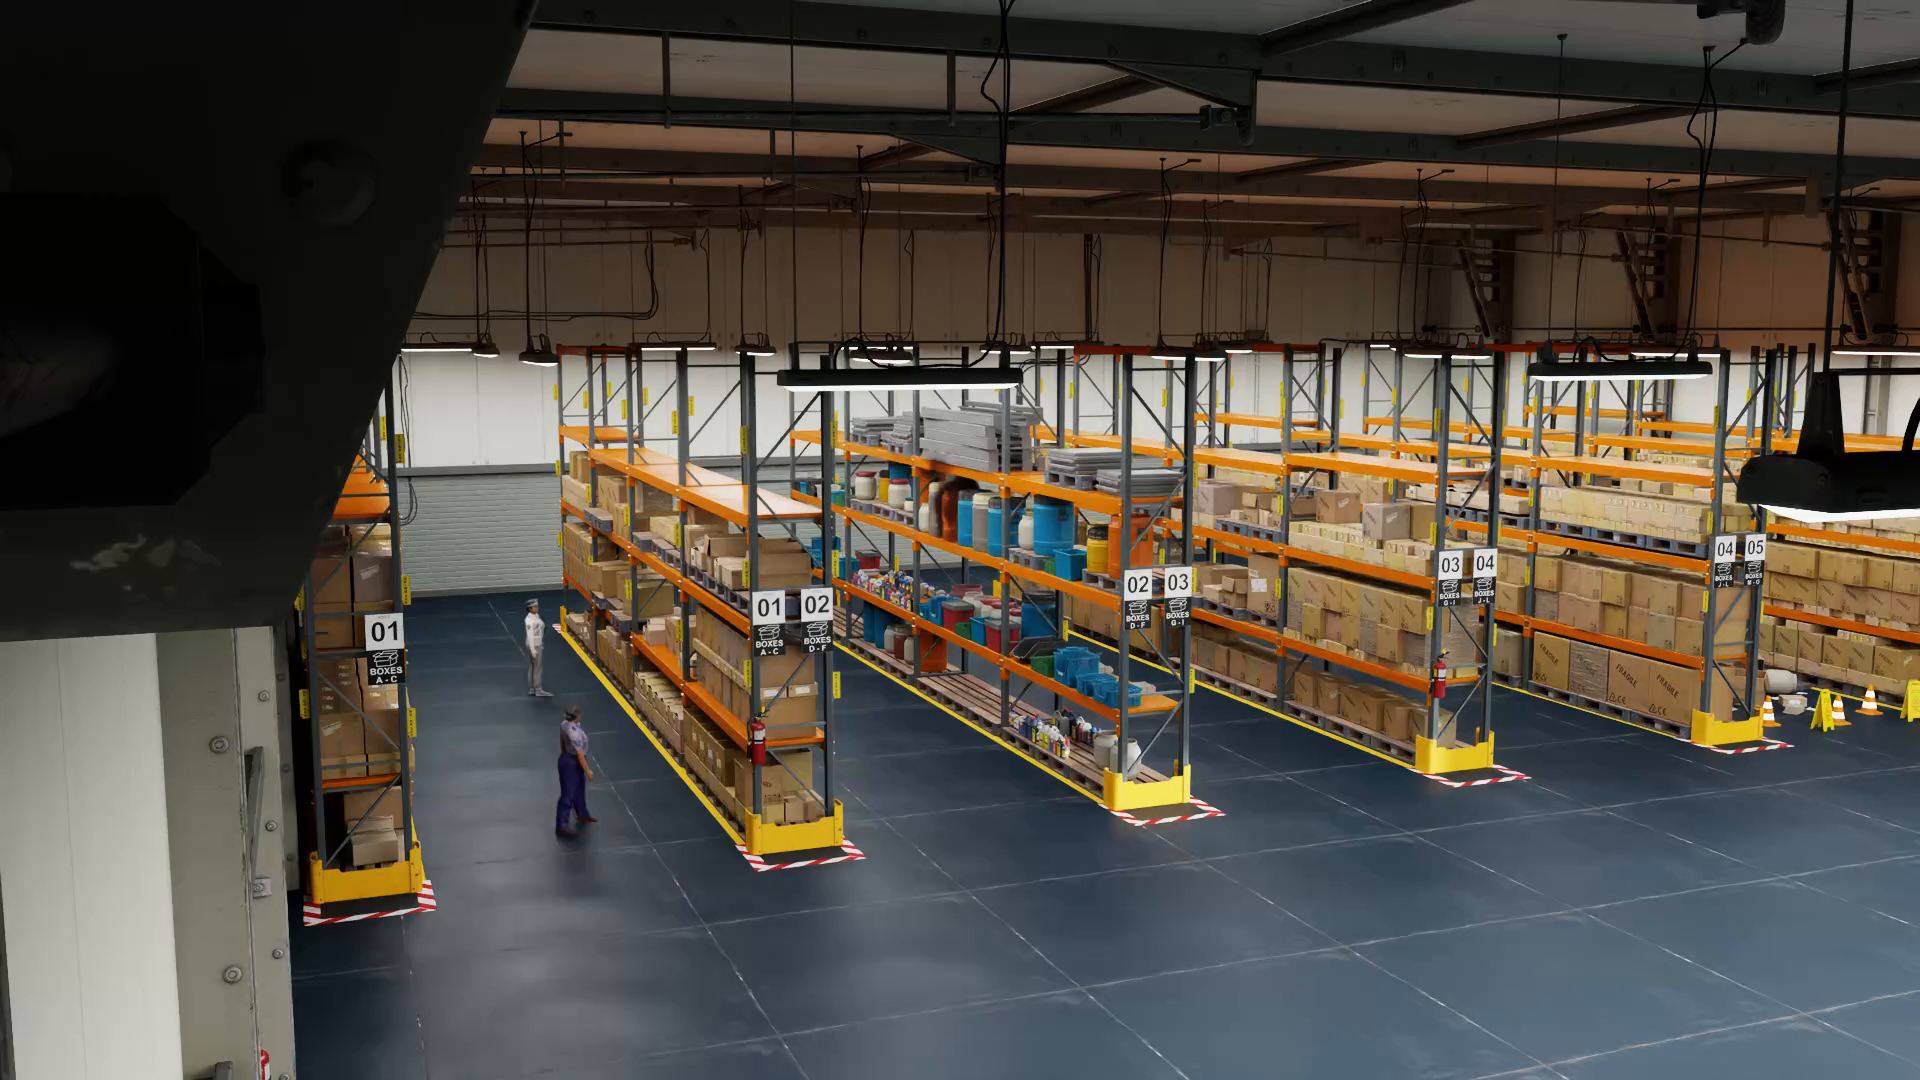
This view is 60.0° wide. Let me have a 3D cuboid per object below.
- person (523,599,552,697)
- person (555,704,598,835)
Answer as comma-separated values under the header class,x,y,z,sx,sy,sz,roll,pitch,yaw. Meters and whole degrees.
class,x,y,z,sx,sy,sz,roll,pitch,yaw
person,-7.322,1.847,28.801,0.421,1.698,0.500,-2,8,-17
person,-4.868,2.867,21.039,0.573,1.661,0.678,-2,8,-17
